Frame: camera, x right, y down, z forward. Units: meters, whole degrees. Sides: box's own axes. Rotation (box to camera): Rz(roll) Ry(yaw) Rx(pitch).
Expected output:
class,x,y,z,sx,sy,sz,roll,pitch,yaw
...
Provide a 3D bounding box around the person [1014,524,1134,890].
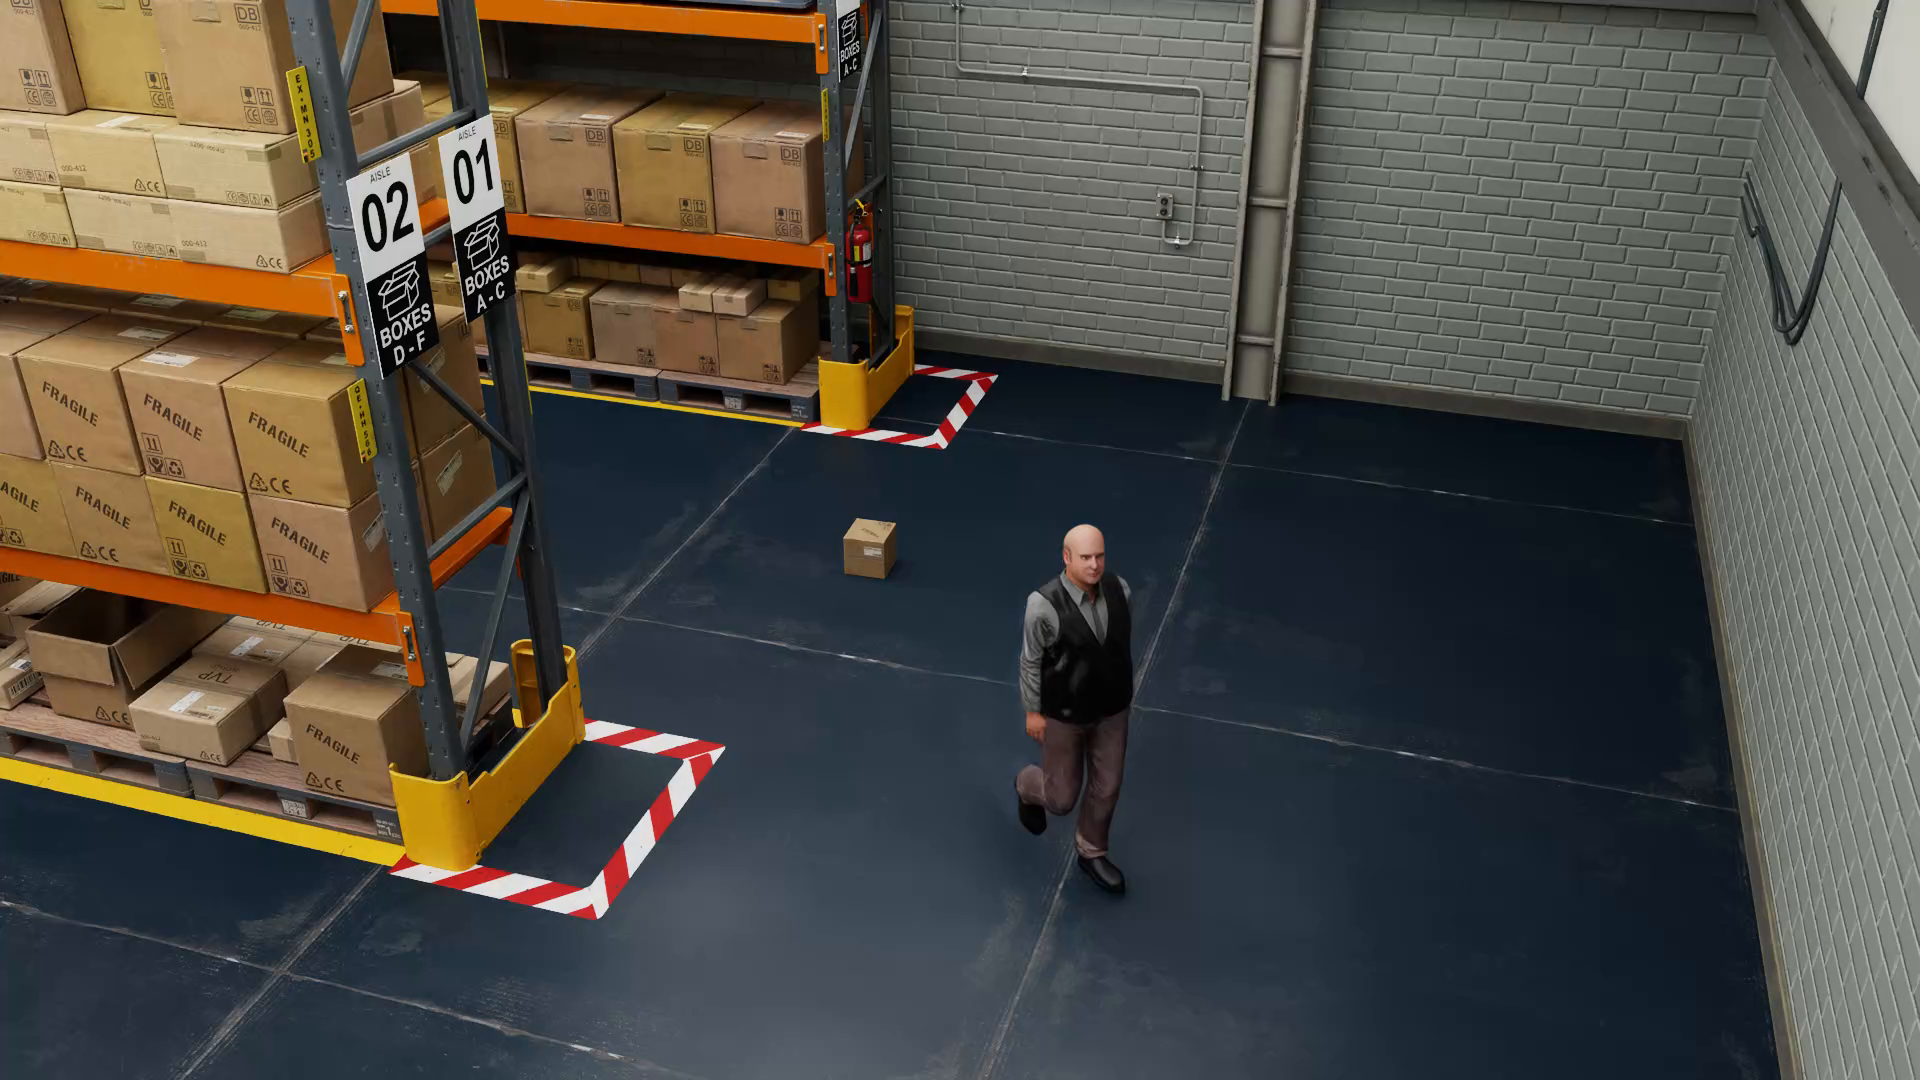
class,x,y,z,sx,sy,sz,roll,pitch,yaw
person,0.506,0.706,7.230,0.541,1.705,0.658,-13,32,-23
